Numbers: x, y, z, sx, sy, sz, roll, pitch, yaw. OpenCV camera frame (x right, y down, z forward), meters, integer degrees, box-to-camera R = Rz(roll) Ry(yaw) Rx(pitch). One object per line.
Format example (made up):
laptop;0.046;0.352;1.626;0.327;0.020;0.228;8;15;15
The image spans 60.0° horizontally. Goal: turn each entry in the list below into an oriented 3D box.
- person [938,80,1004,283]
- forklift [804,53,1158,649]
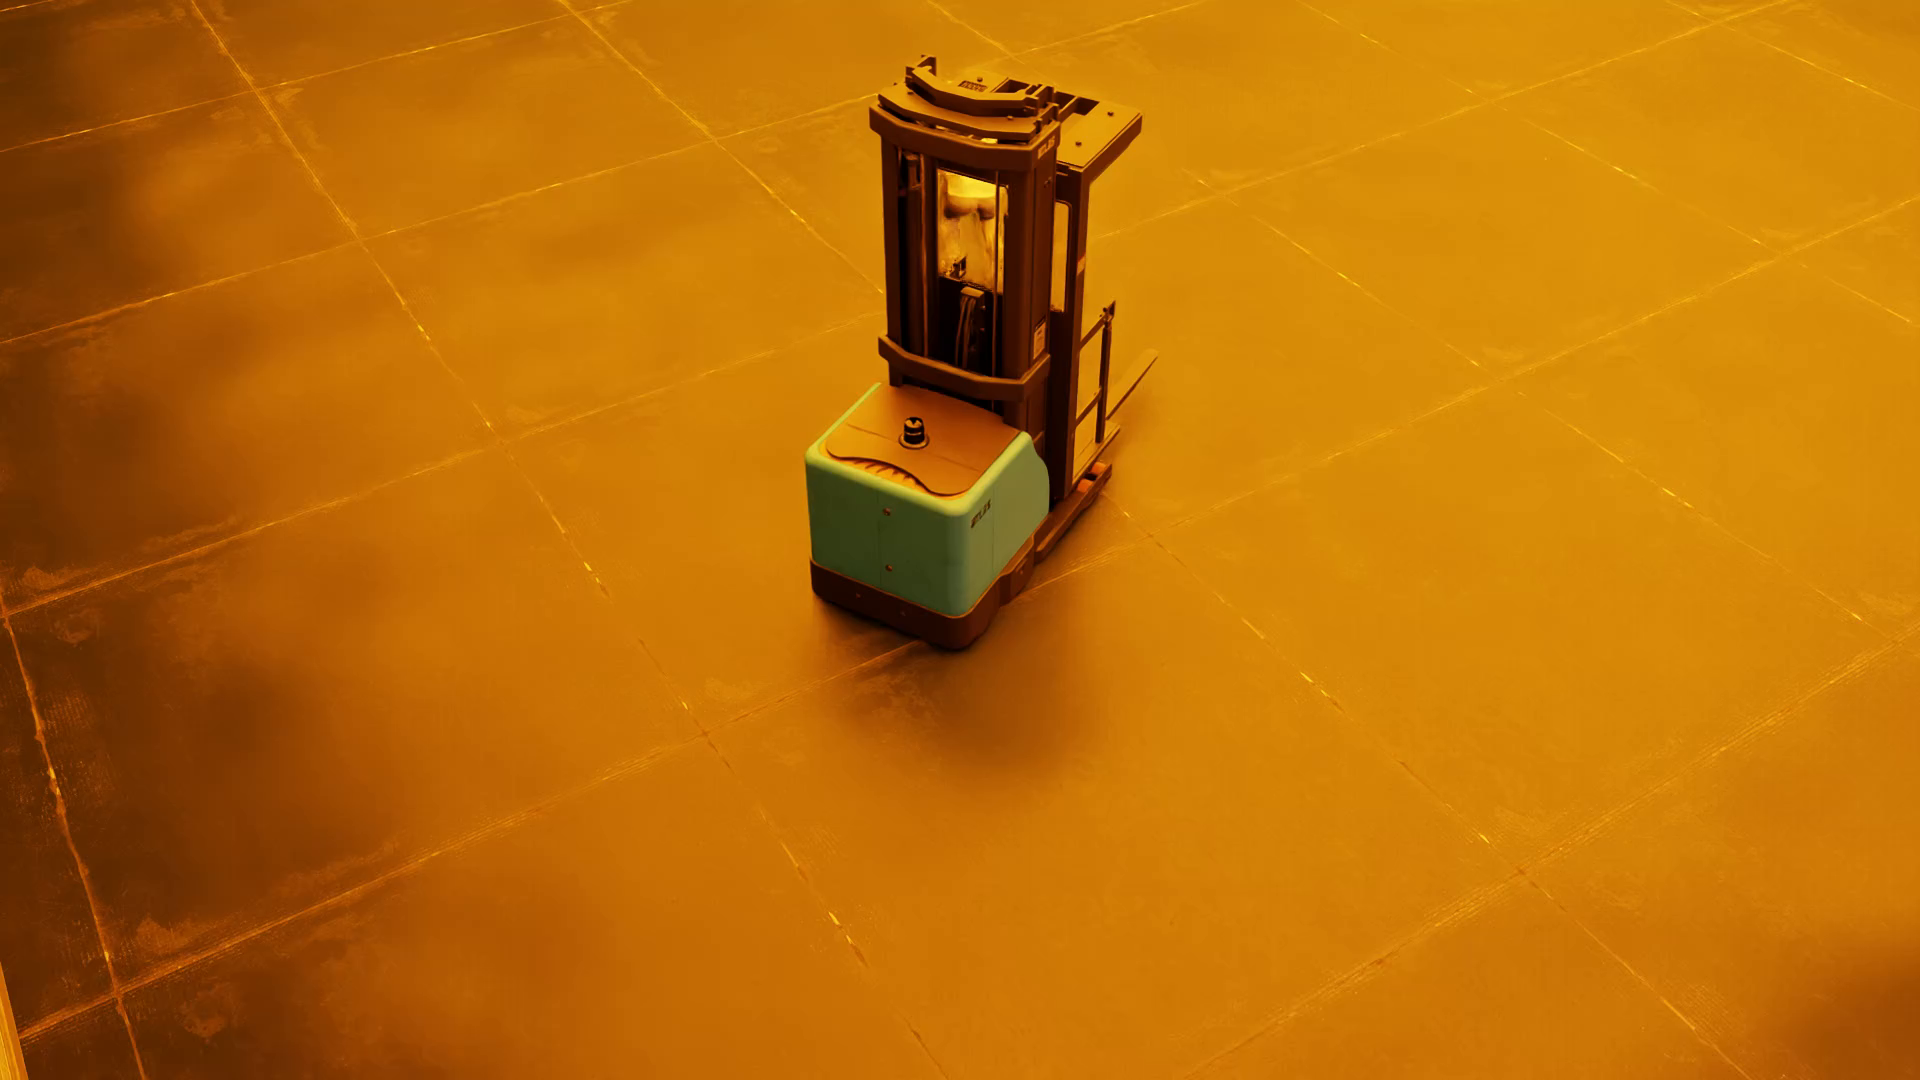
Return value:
person;0.120;-2.547;11.926;0.834;1.480;0.565;-14;43;-15
forklift;0.301;-1.453;9.534;1.130;2.935;3.031;20;45;22
